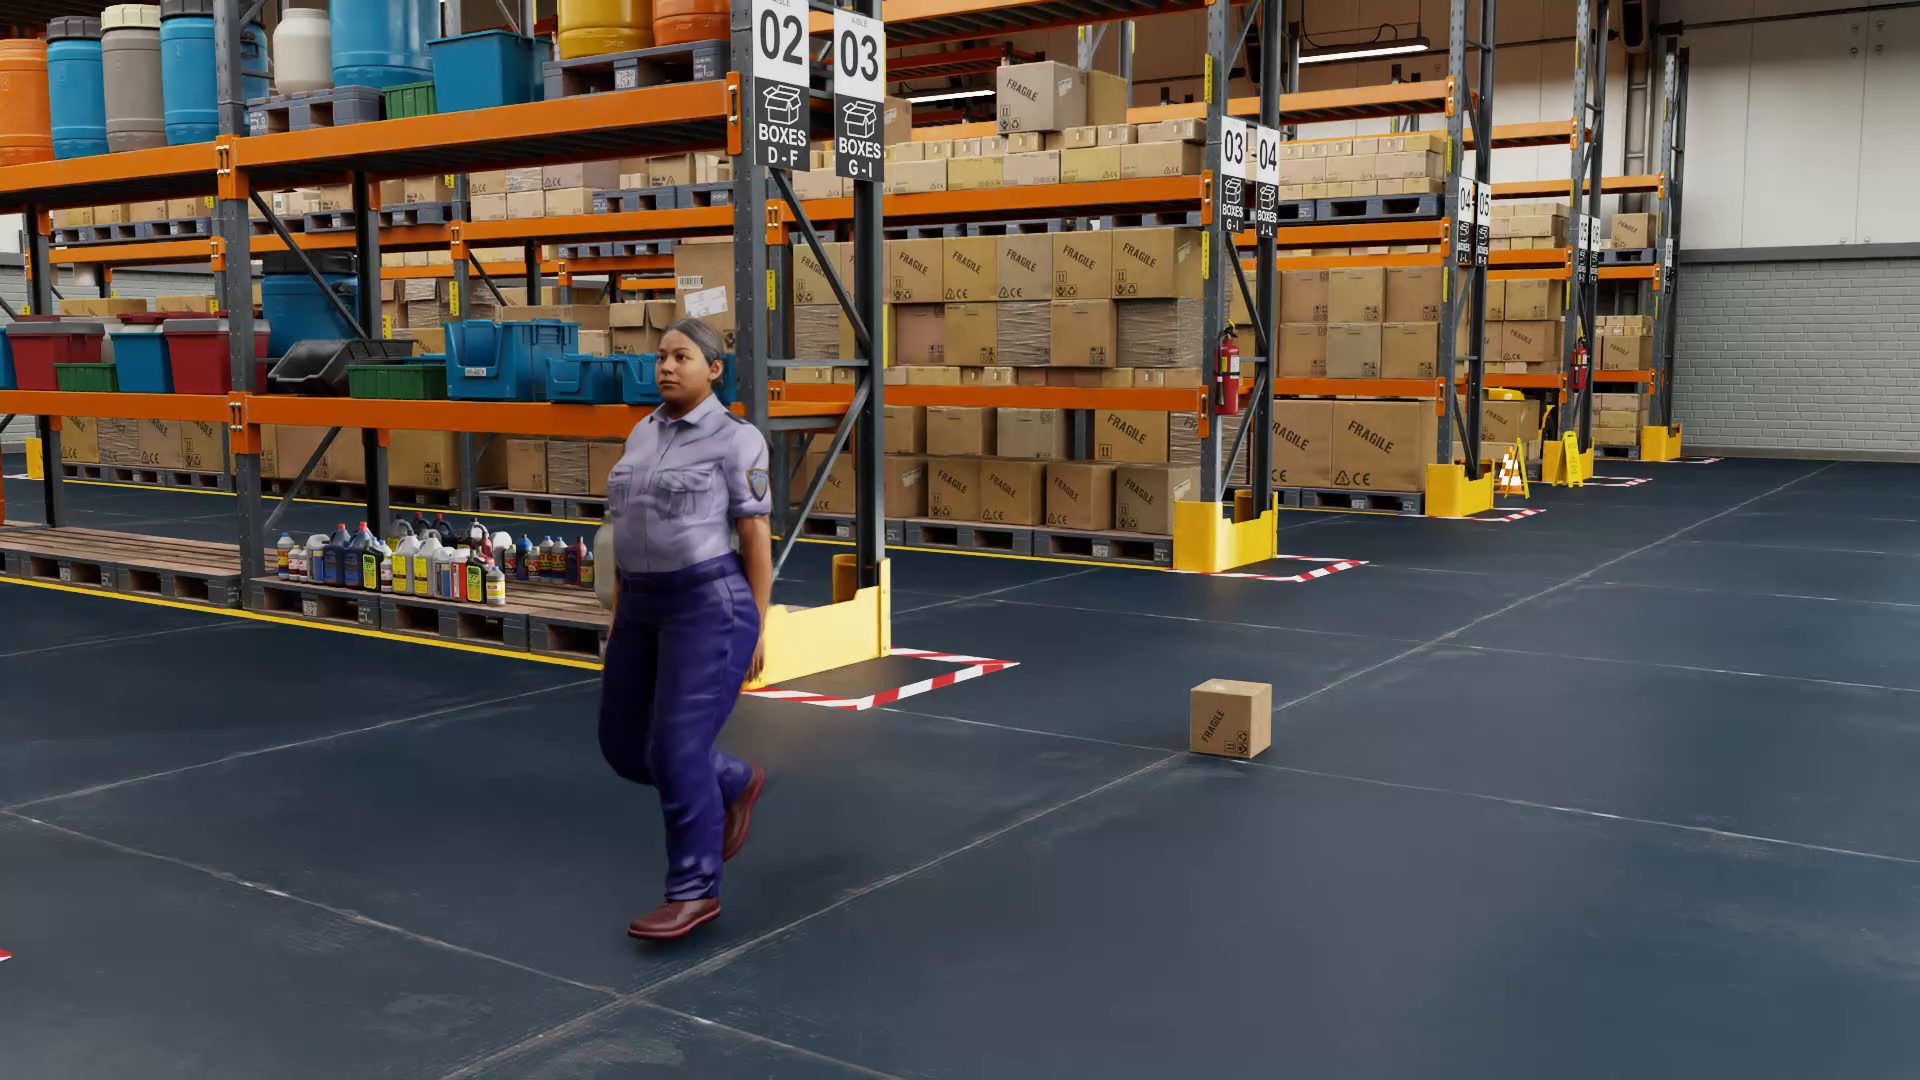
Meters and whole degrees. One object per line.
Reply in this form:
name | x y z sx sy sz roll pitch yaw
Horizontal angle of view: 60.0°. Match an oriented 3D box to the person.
person | -0.718 0.210 4.554 0.466 1.623 0.669 5 8 36
